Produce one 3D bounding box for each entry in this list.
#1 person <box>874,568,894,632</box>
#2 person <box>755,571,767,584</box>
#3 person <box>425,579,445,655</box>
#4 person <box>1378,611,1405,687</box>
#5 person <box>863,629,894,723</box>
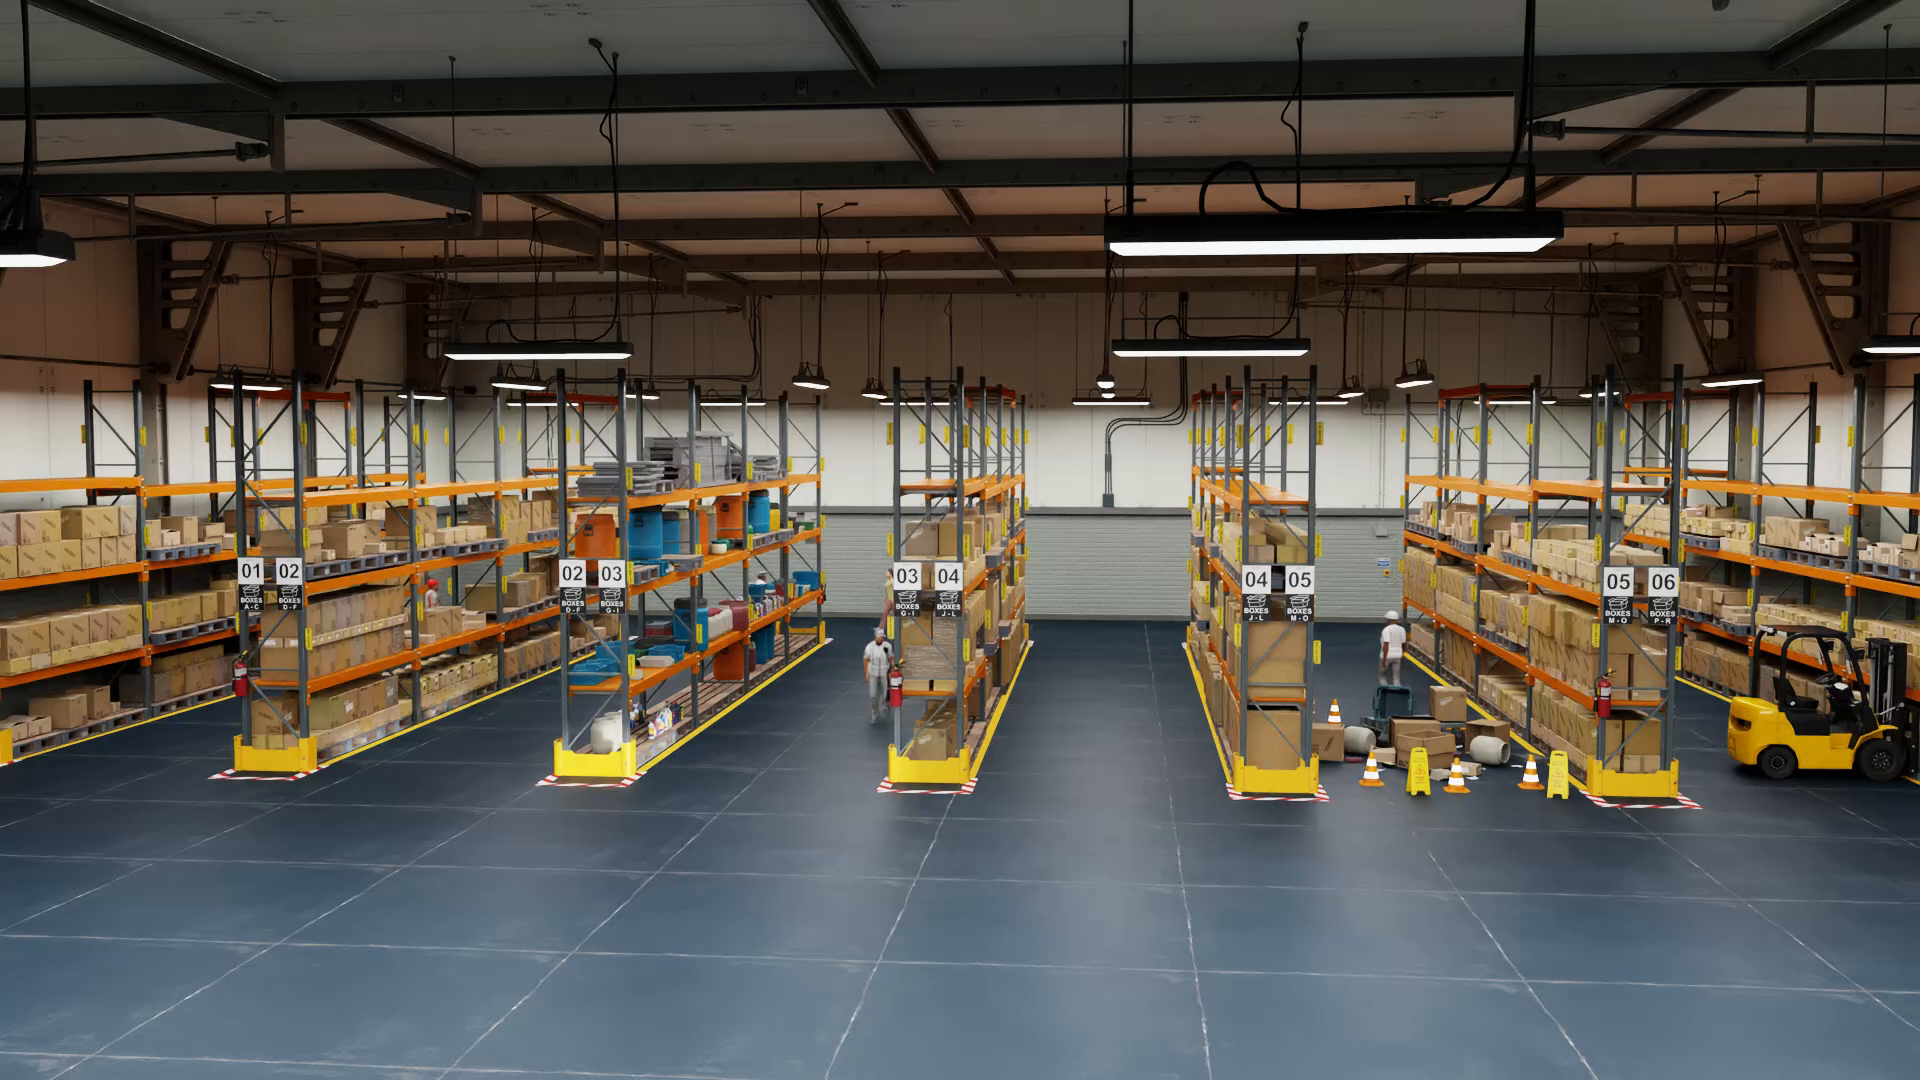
[{"bbox_3d":[-1.746,1.540,42.648,1.011,1.635,0.475,-1,4,-21],"label":"person"},{"bbox_3d":[-4.956,1.599,41.418,0.574,1.662,0.526,-2,4,-32],"label":"person"},{"bbox_3d":[-12.005,1.775,37.775,0.599,1.771,0.962,3,4,37],"label":"person"},{"bbox_3d":[8.049,2.226,30.880,0.538,1.805,0.604,0,4,-6],"label":"person"},{"bbox_3d":[-1.422,2.375,29.230,0.555,1.650,0.563,0,4,-4],"label":"person"}]
